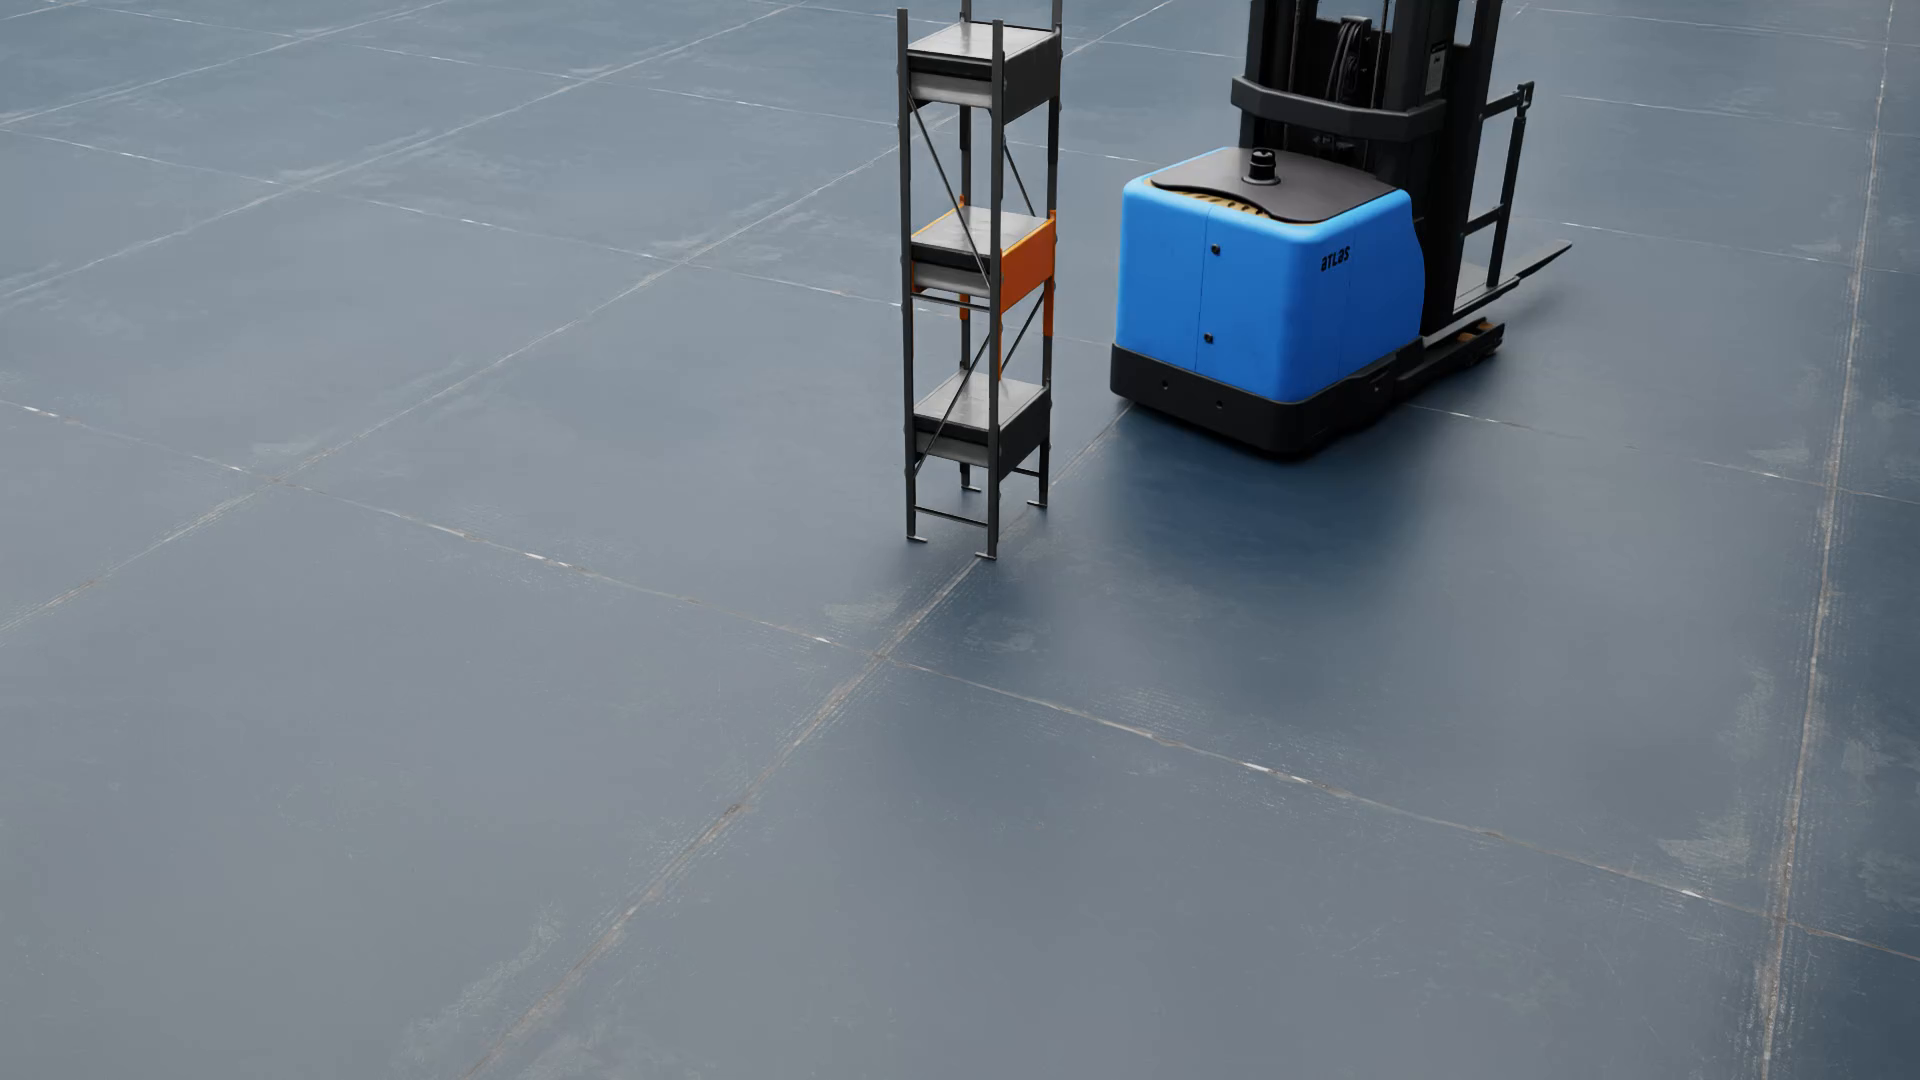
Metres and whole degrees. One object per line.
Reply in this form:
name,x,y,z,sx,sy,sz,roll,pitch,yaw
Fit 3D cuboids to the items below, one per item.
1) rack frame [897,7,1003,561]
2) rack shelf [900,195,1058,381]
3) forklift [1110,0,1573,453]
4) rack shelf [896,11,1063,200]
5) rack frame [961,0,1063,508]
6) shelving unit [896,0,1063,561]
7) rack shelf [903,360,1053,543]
rack frame,-0.036,-0.876,6.167,0.400,2.100,0.015,14,33,23
rack shelf,0.075,-0.972,6.362,0.431,0.518,0.480,14,33,23
forklift,2.089,-2.289,7.792,1.130,2.935,3.031,25,38,37
rack shelf,0.075,-1.579,6.013,0.431,0.518,0.480,14,33,23
rack frame,0.187,-1.092,6.543,0.400,2.100,0.015,14,33,23
shelving unit,0.075,-0.984,6.355,0.431,2.100,0.503,14,33,23
rack shelf,0.075,-0.365,6.710,0.431,0.518,0.480,14,33,23
